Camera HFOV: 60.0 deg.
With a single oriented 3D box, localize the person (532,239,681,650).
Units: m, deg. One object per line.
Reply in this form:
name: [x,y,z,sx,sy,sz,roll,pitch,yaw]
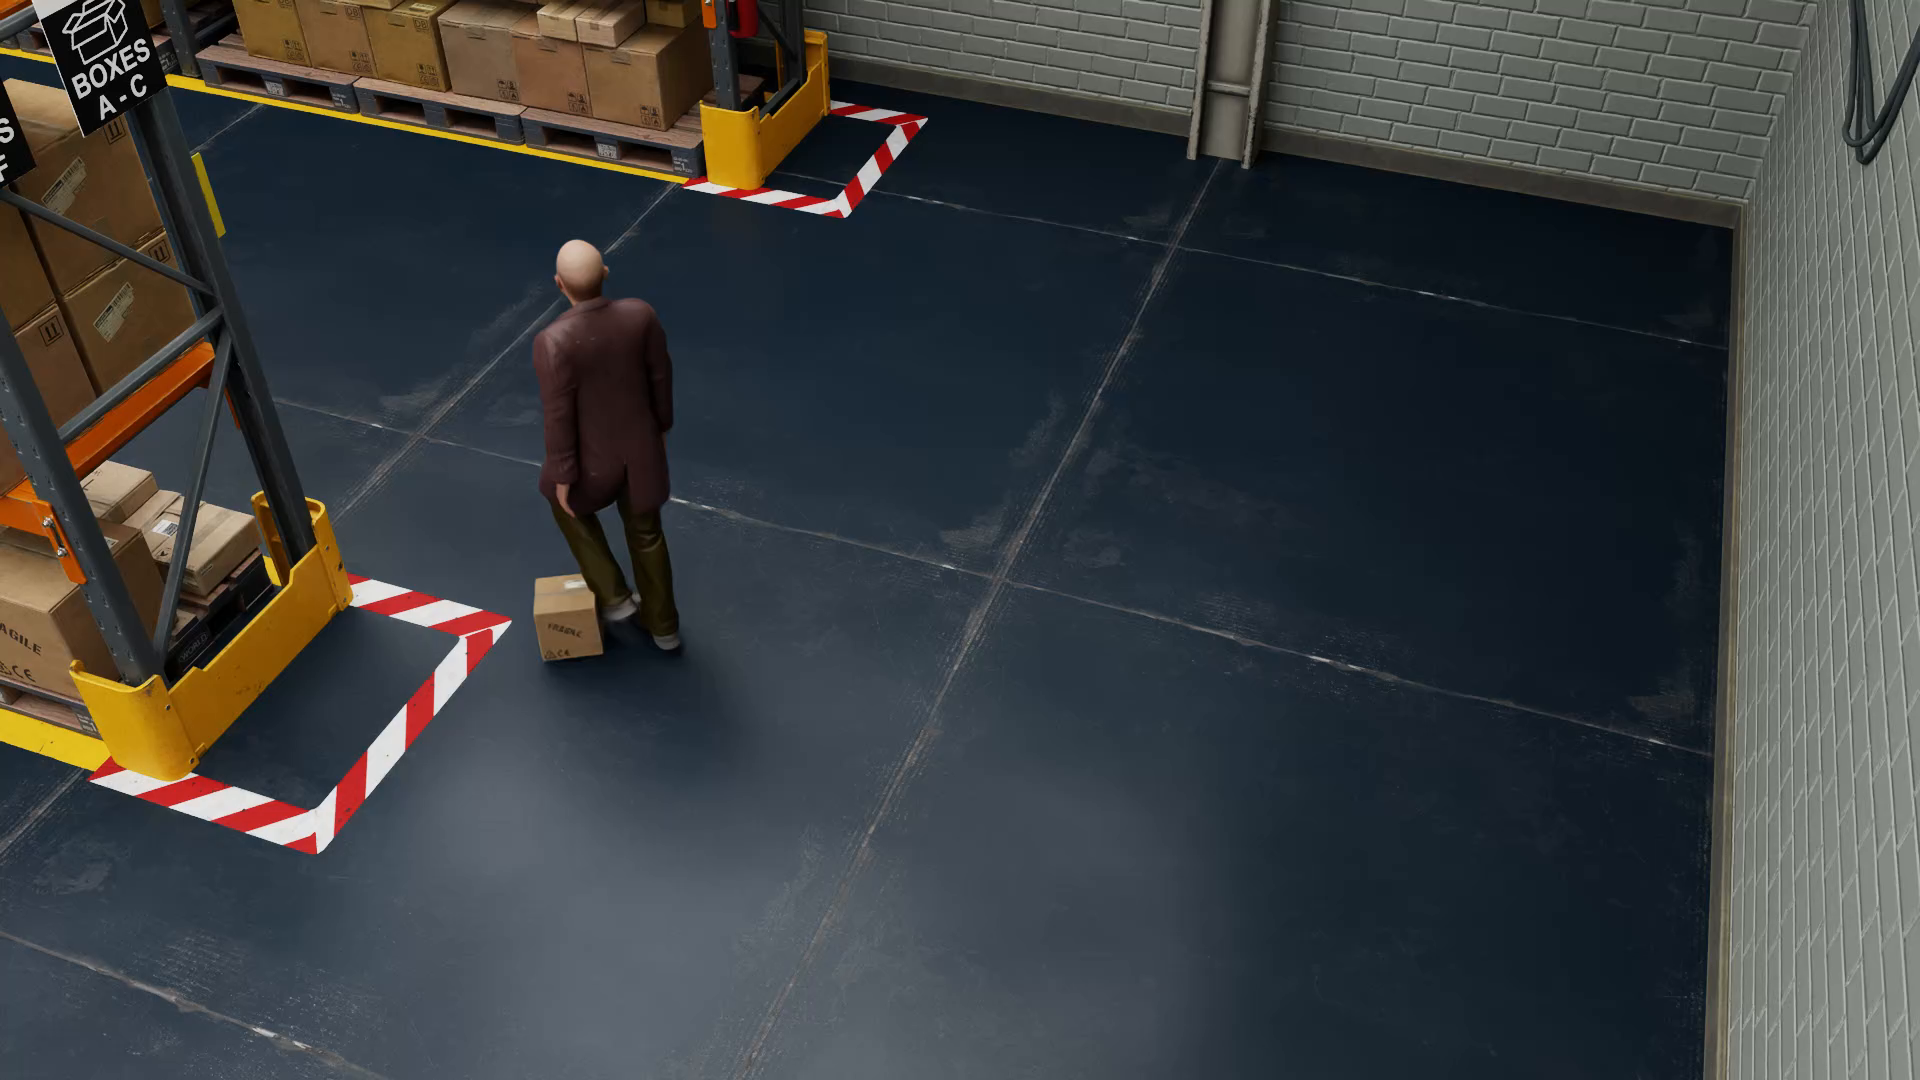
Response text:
person: [-1.358,-0.347,6.537,0.611,1.764,0.568,-25,47,-26]
